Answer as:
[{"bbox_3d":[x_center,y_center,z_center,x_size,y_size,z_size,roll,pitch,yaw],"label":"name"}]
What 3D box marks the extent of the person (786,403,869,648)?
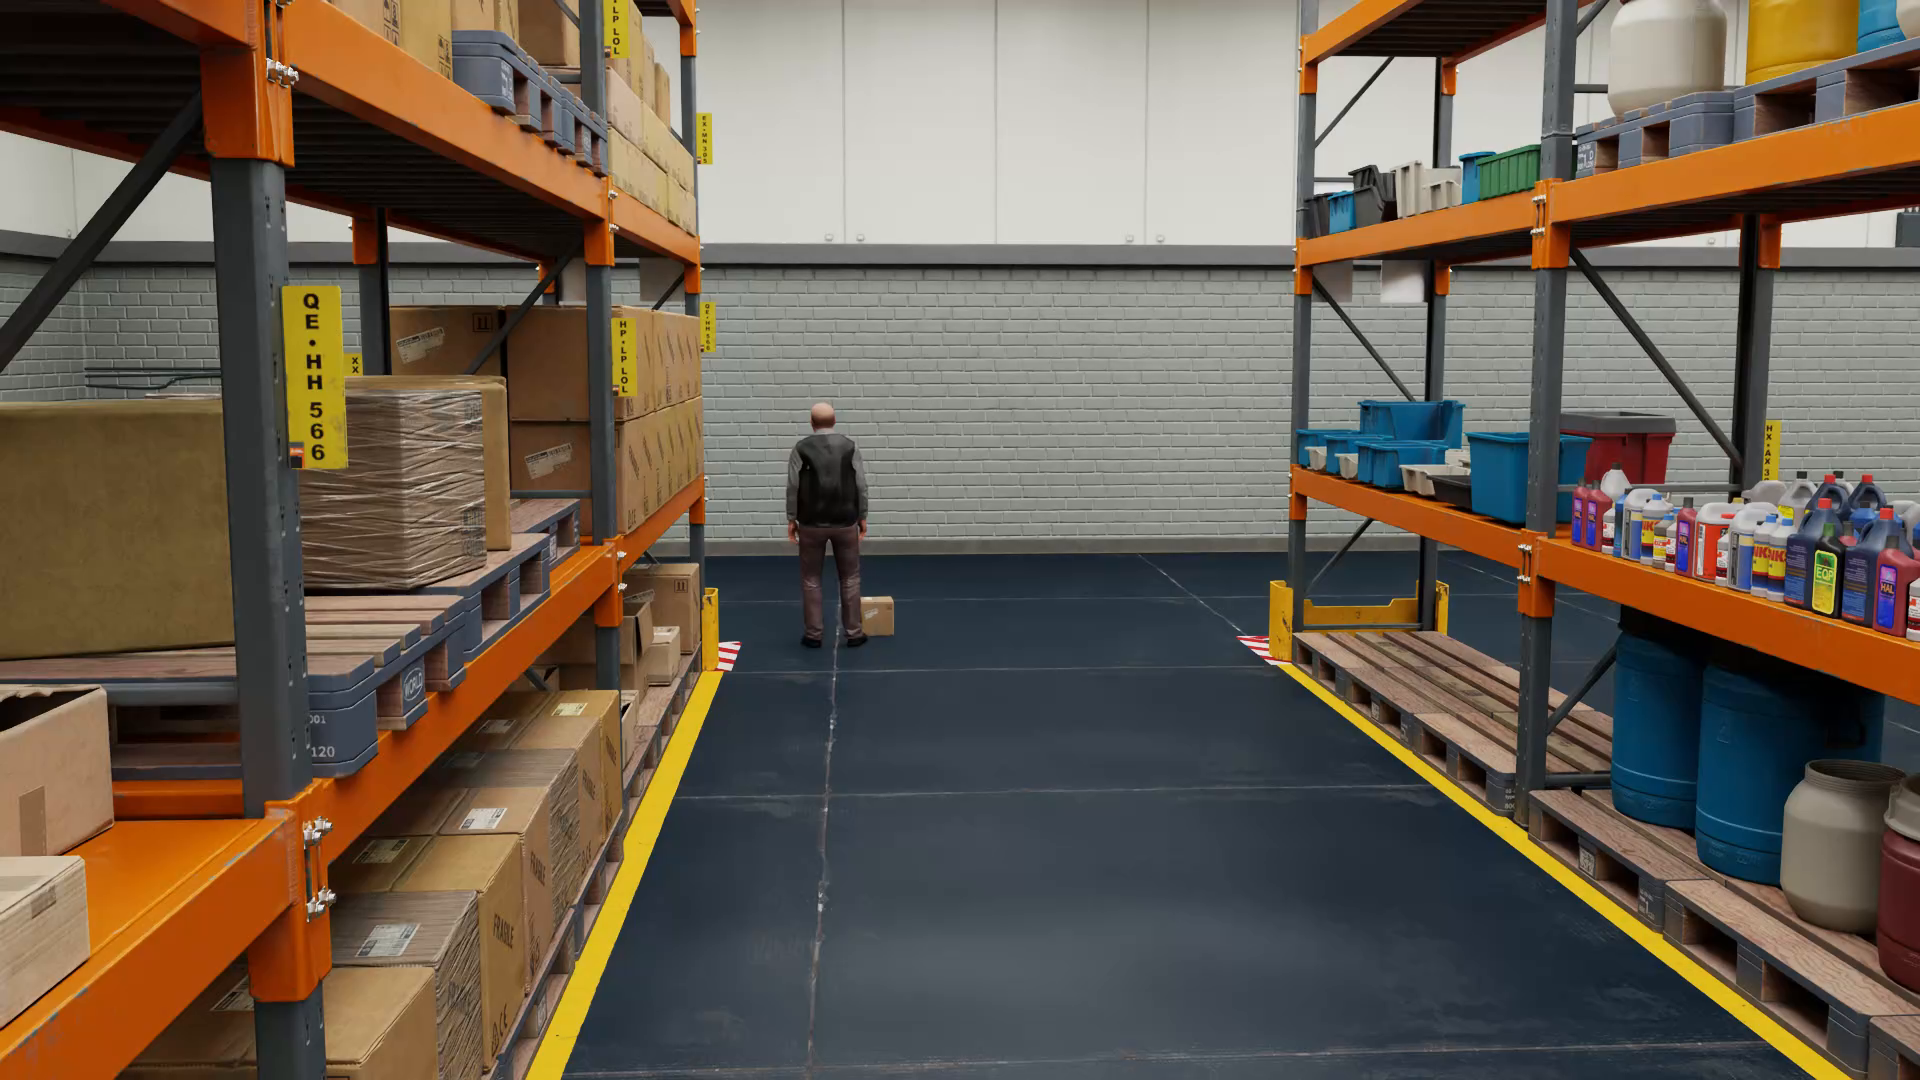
[{"bbox_3d":[-0.932,-0.105,11.726,0.587,1.720,0.423,-1,7,-9],"label":"person"}]
